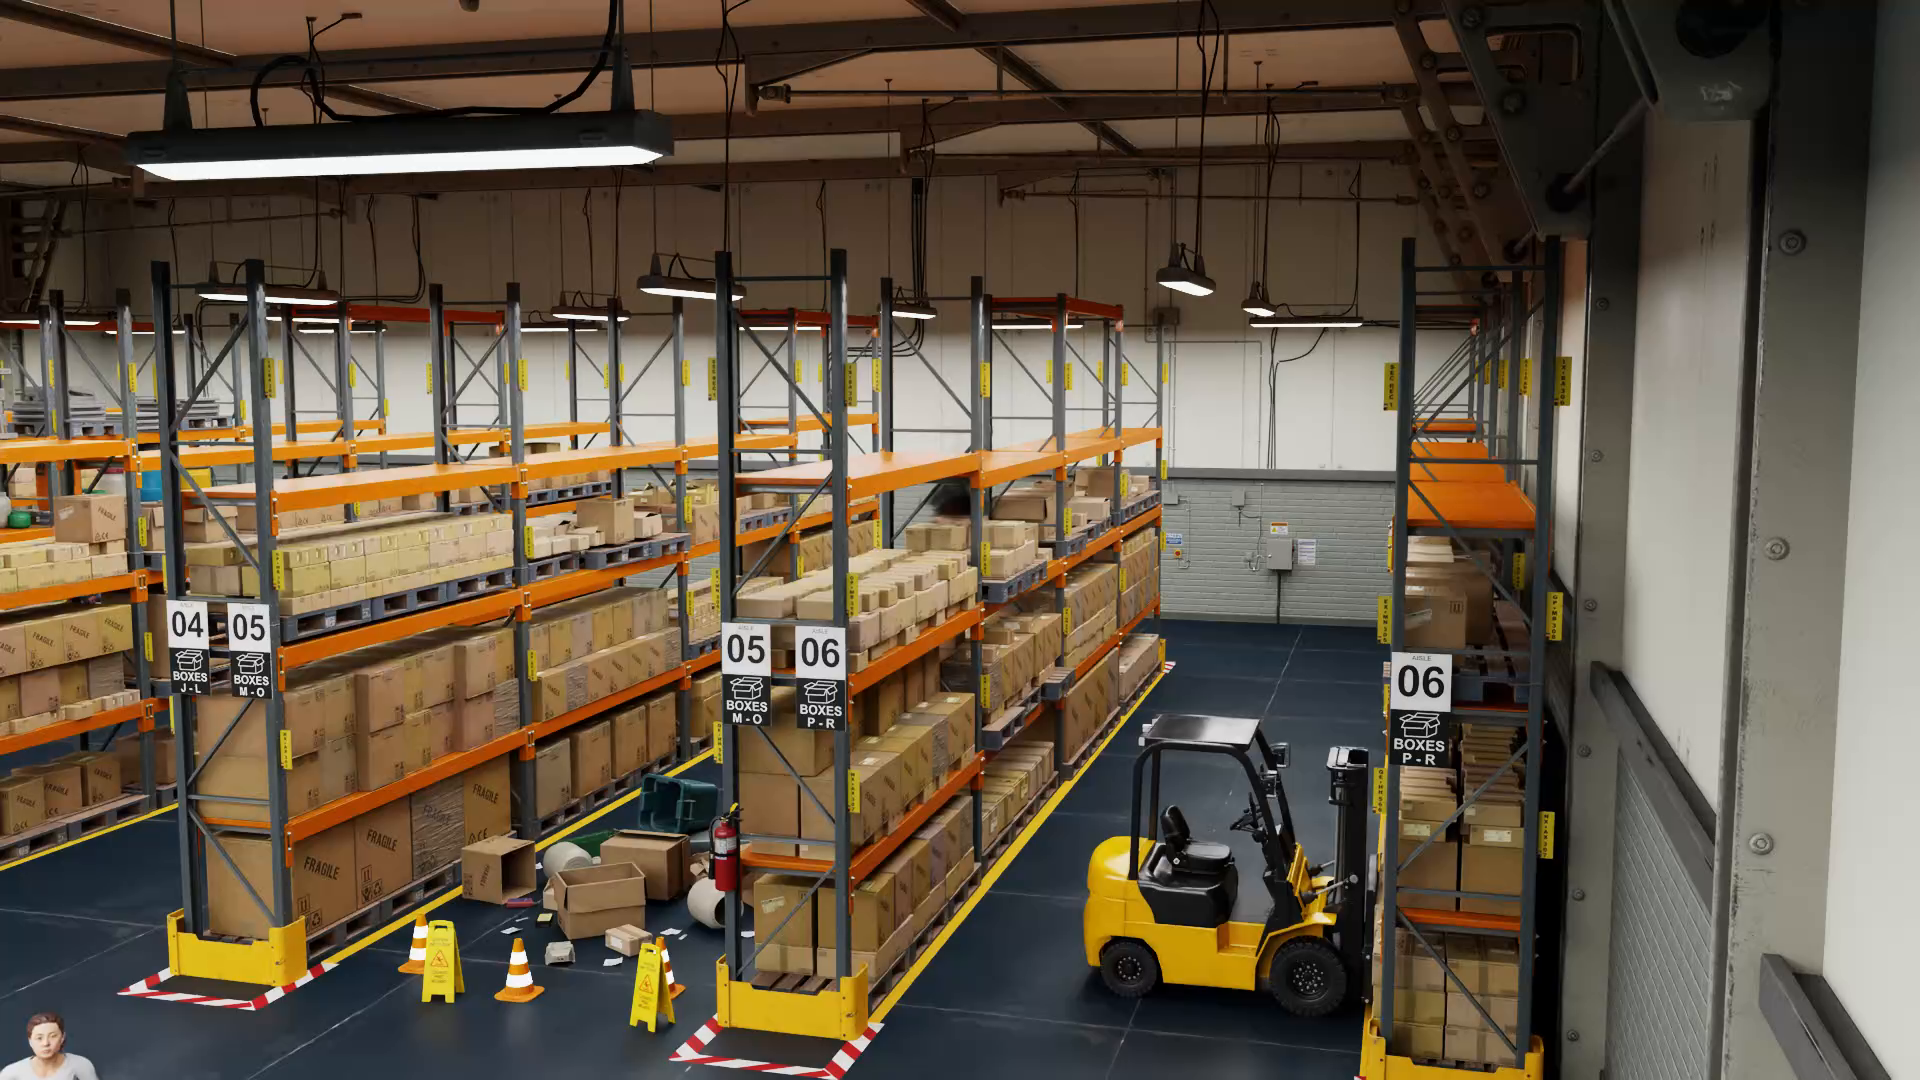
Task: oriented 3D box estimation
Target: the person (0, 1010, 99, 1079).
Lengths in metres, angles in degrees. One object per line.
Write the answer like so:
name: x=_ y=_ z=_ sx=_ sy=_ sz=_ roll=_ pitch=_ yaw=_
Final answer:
person: x=-4.937 y=3.391 z=9.014 sx=0.536 sy=1.692 sz=0.715 roll=-4 pitch=7 yaw=-32
